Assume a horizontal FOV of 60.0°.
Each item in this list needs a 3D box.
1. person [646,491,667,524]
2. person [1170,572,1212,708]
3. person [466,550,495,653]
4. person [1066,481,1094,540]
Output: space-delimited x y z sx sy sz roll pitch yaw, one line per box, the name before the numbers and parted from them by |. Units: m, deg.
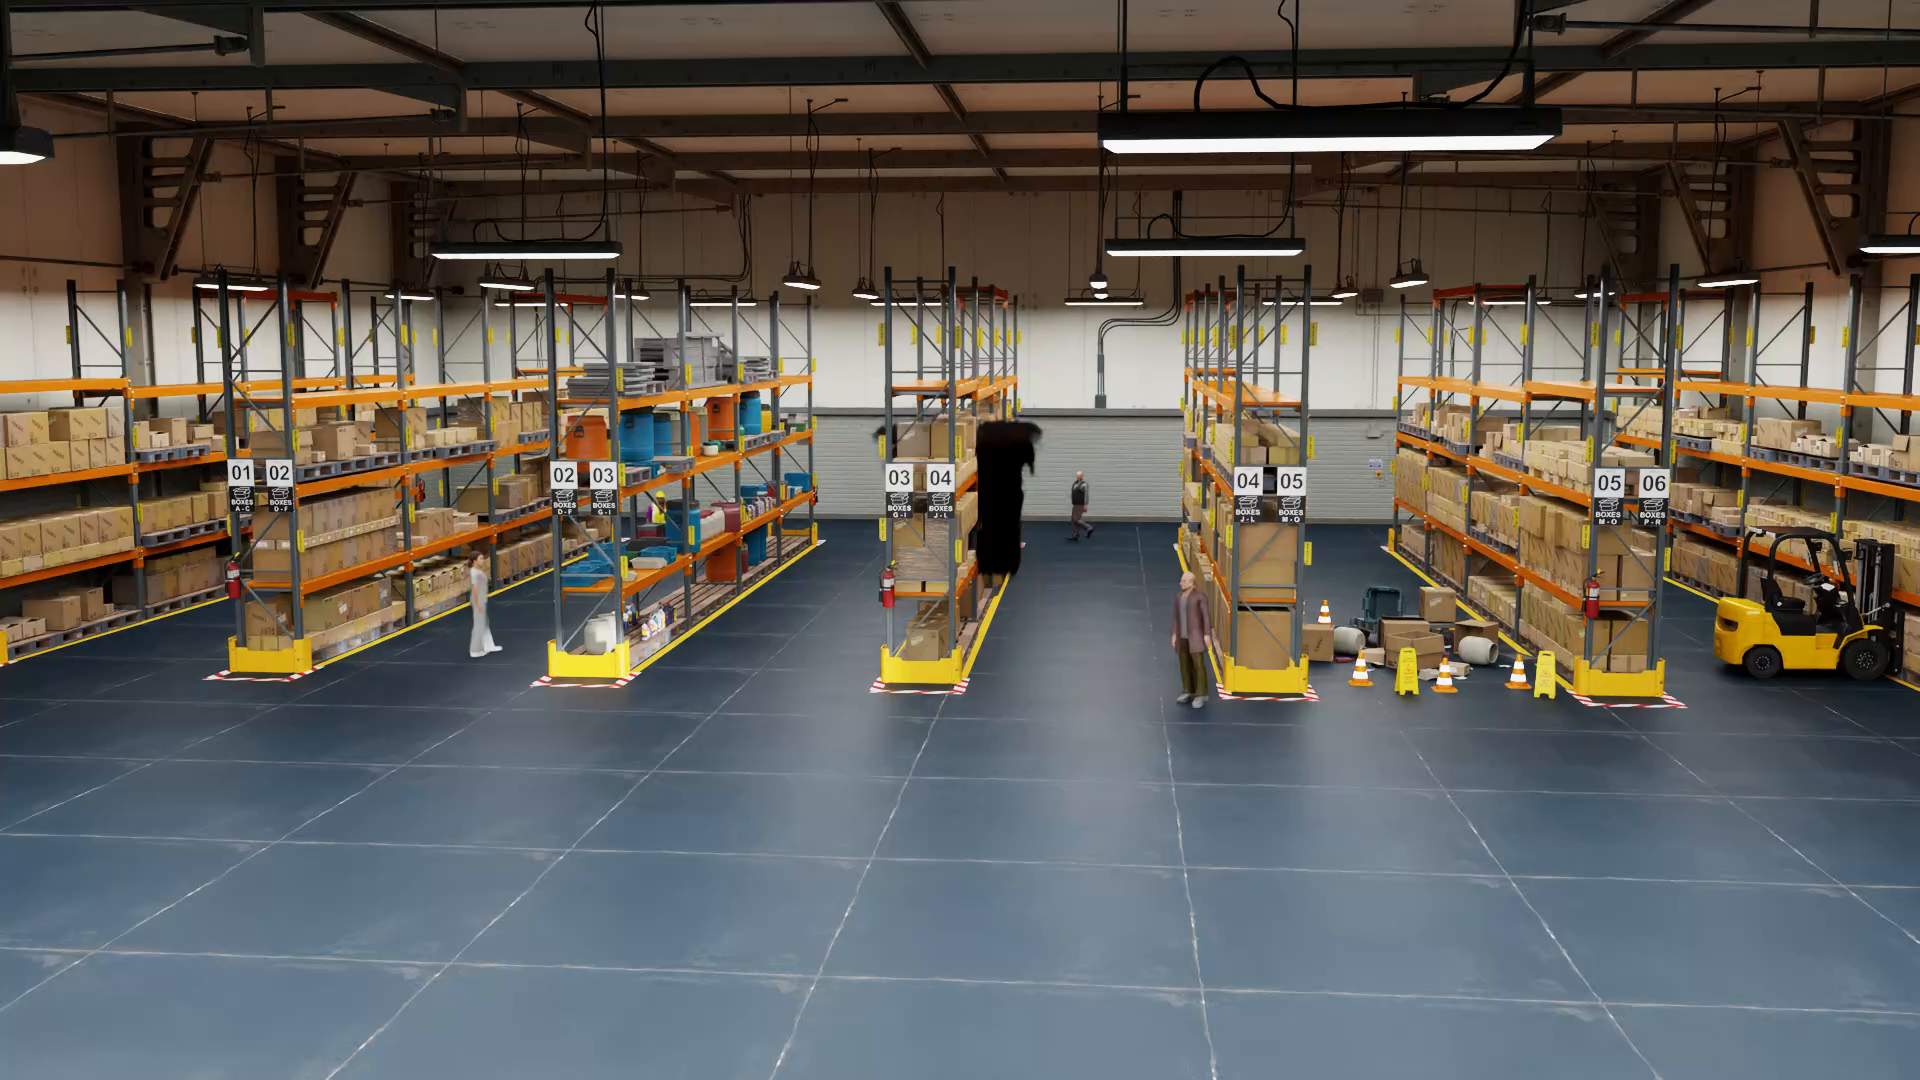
person | -6.456 -0.230 35.813 0.529 1.673 0.815 1 7 9
person | 3.132 1.354 22.882 0.668 1.805 0.466 7 10 44
person | -7.579 0.959 26.277 0.450 1.605 0.445 -4 8 -27
person | 2.967 -0.732 41.088 0.632 1.486 0.448 -1 7 -8
